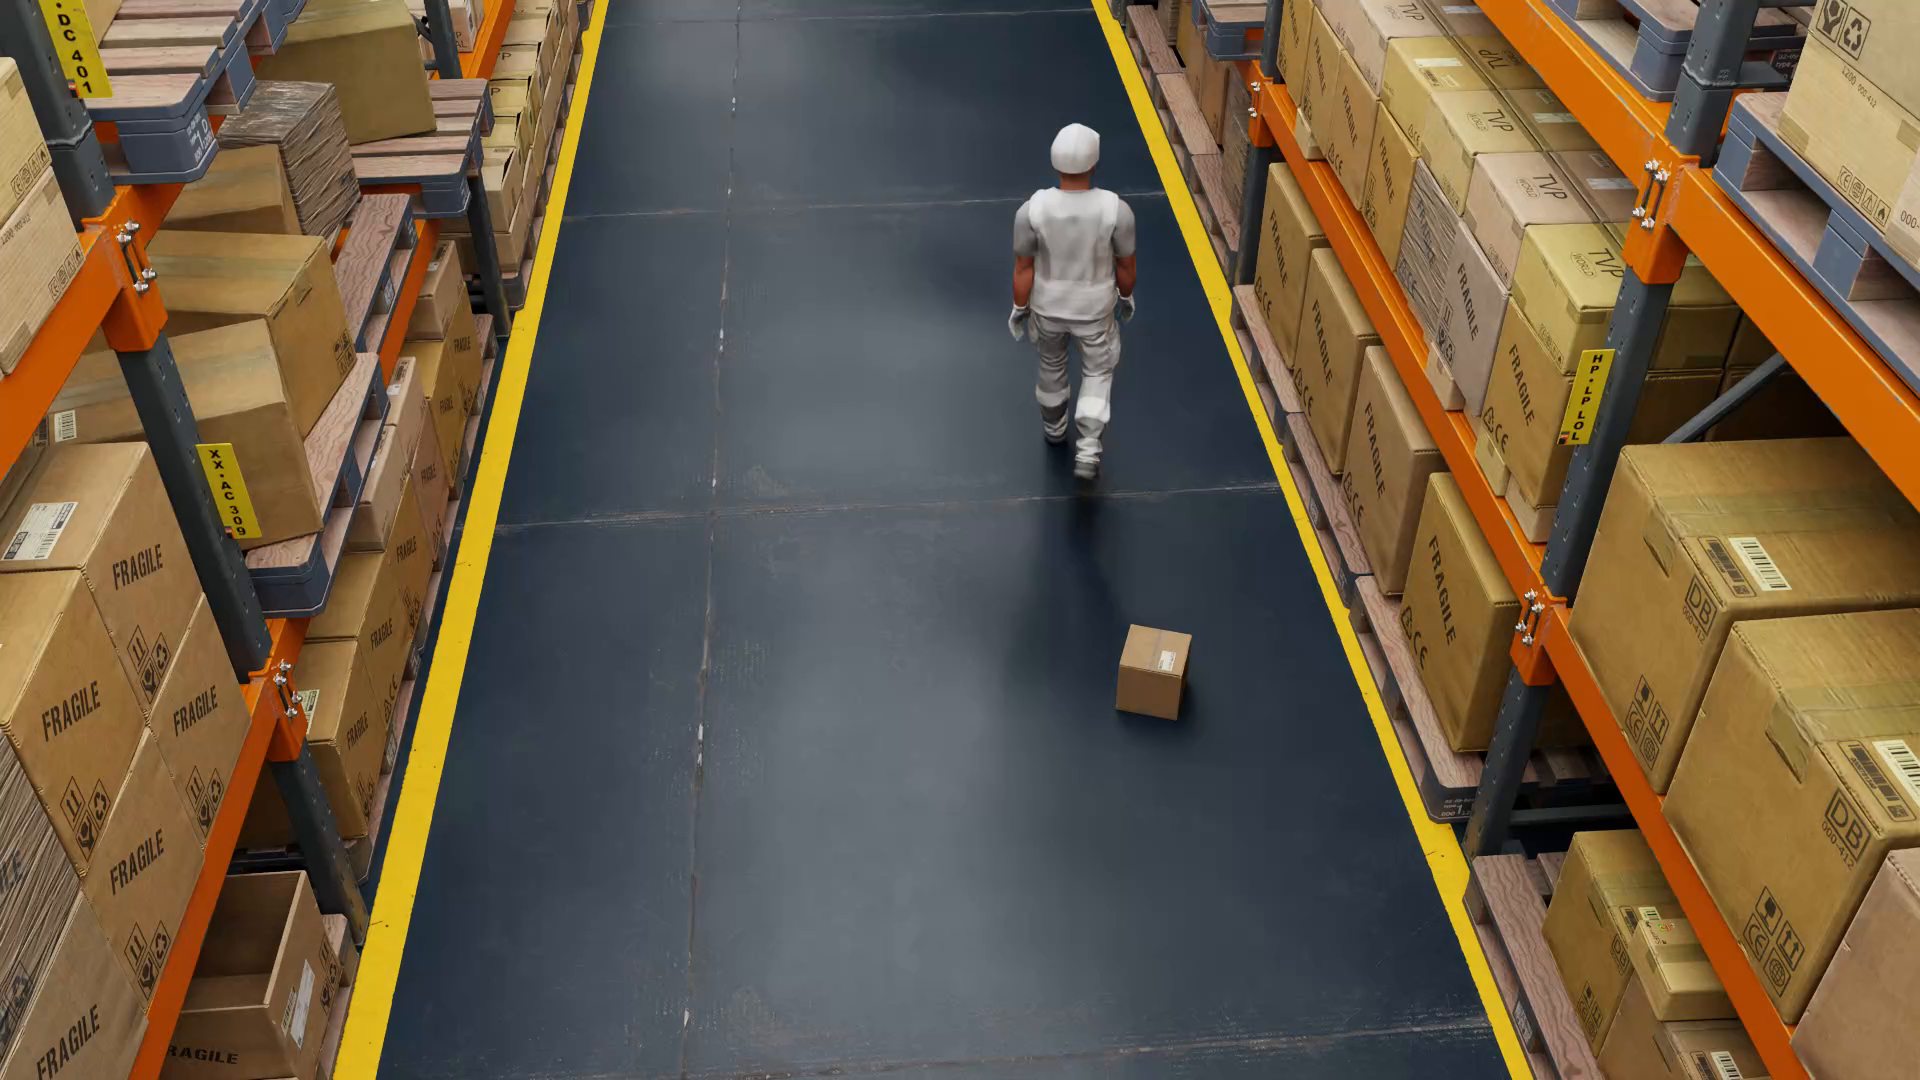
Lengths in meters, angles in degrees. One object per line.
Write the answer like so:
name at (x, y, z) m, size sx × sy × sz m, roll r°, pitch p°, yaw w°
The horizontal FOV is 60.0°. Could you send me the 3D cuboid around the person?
person at (0.502, -1.133, 7.528) m, size 0.567 × 1.777 × 0.710 m, roll 5°, pitch 39°, yaw 6°
